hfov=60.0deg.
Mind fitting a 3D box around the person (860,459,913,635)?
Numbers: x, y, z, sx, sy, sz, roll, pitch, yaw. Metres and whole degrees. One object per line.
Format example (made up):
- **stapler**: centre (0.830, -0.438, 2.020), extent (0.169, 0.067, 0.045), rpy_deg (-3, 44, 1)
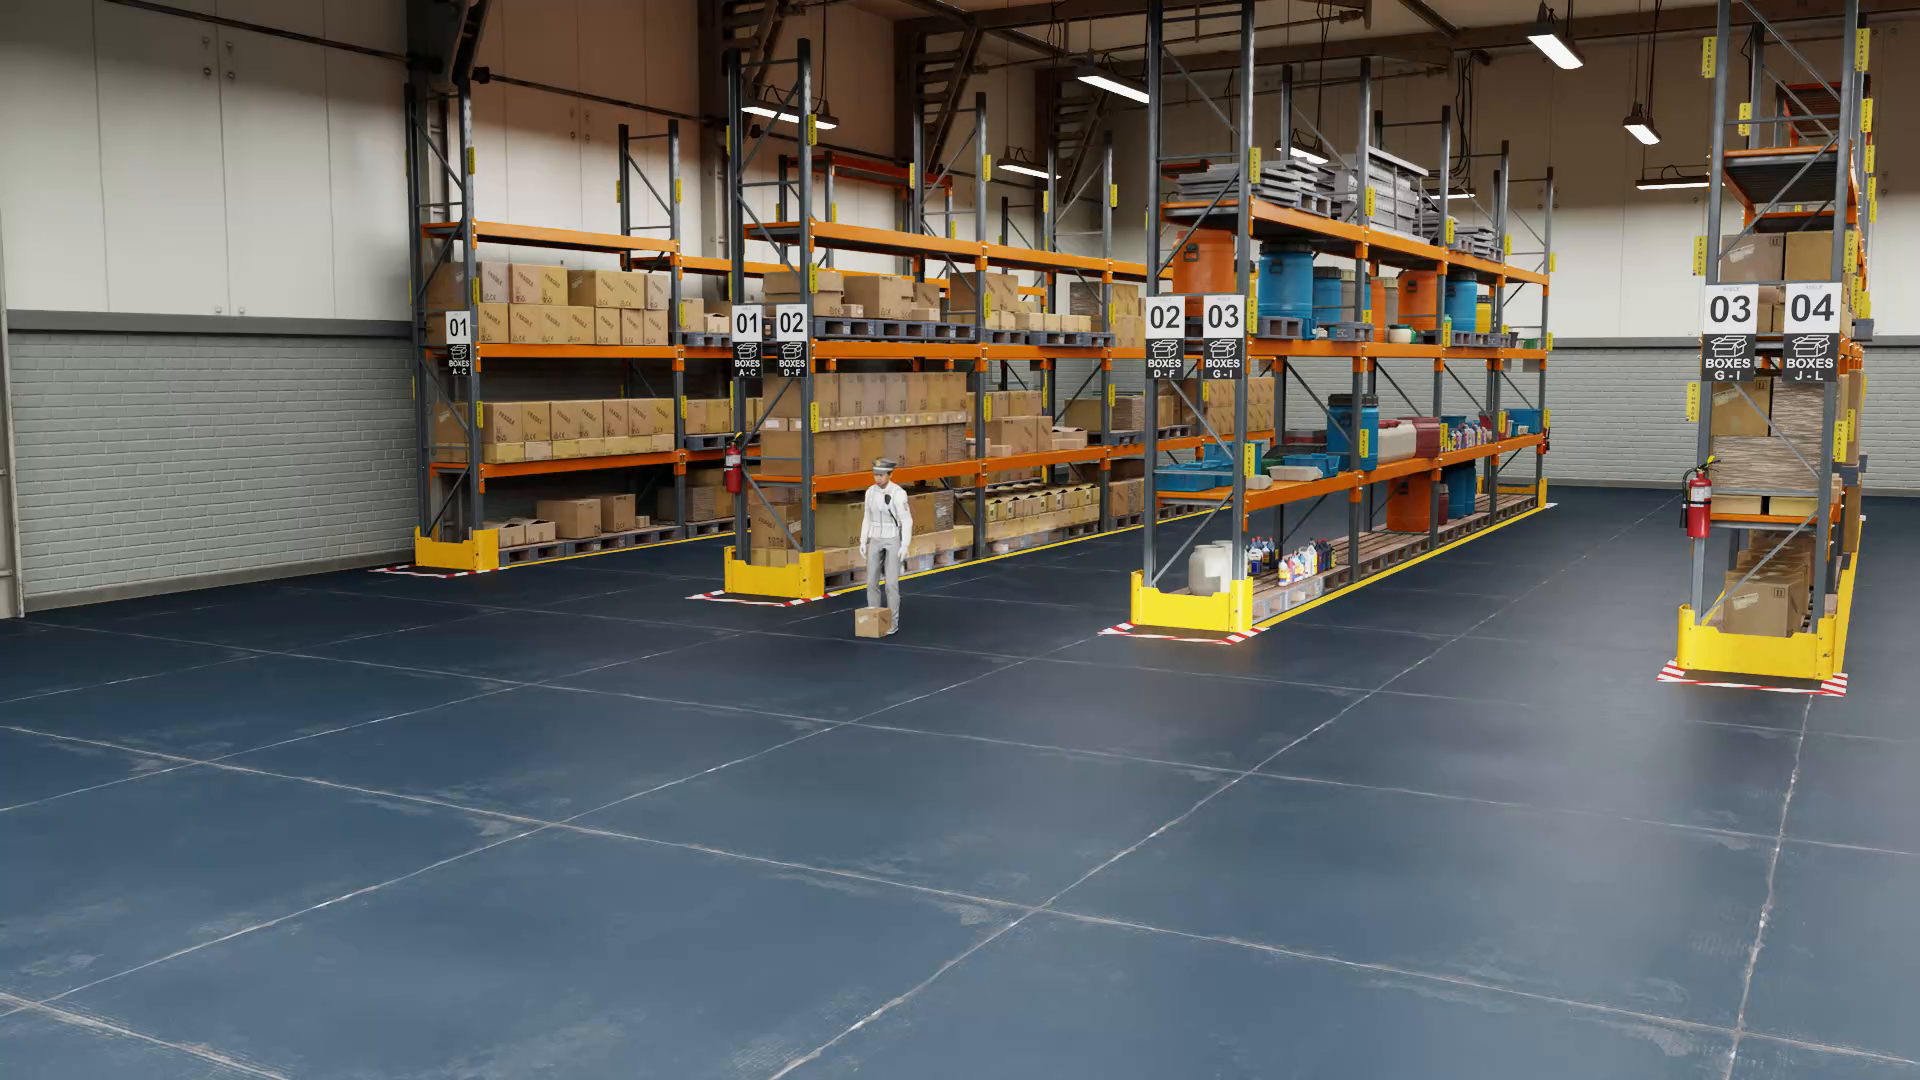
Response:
- **person**: centre (-0.719, 0.053, 15.850), extent (0.535, 1.663, 0.404), rpy_deg (3, 7, 28)
